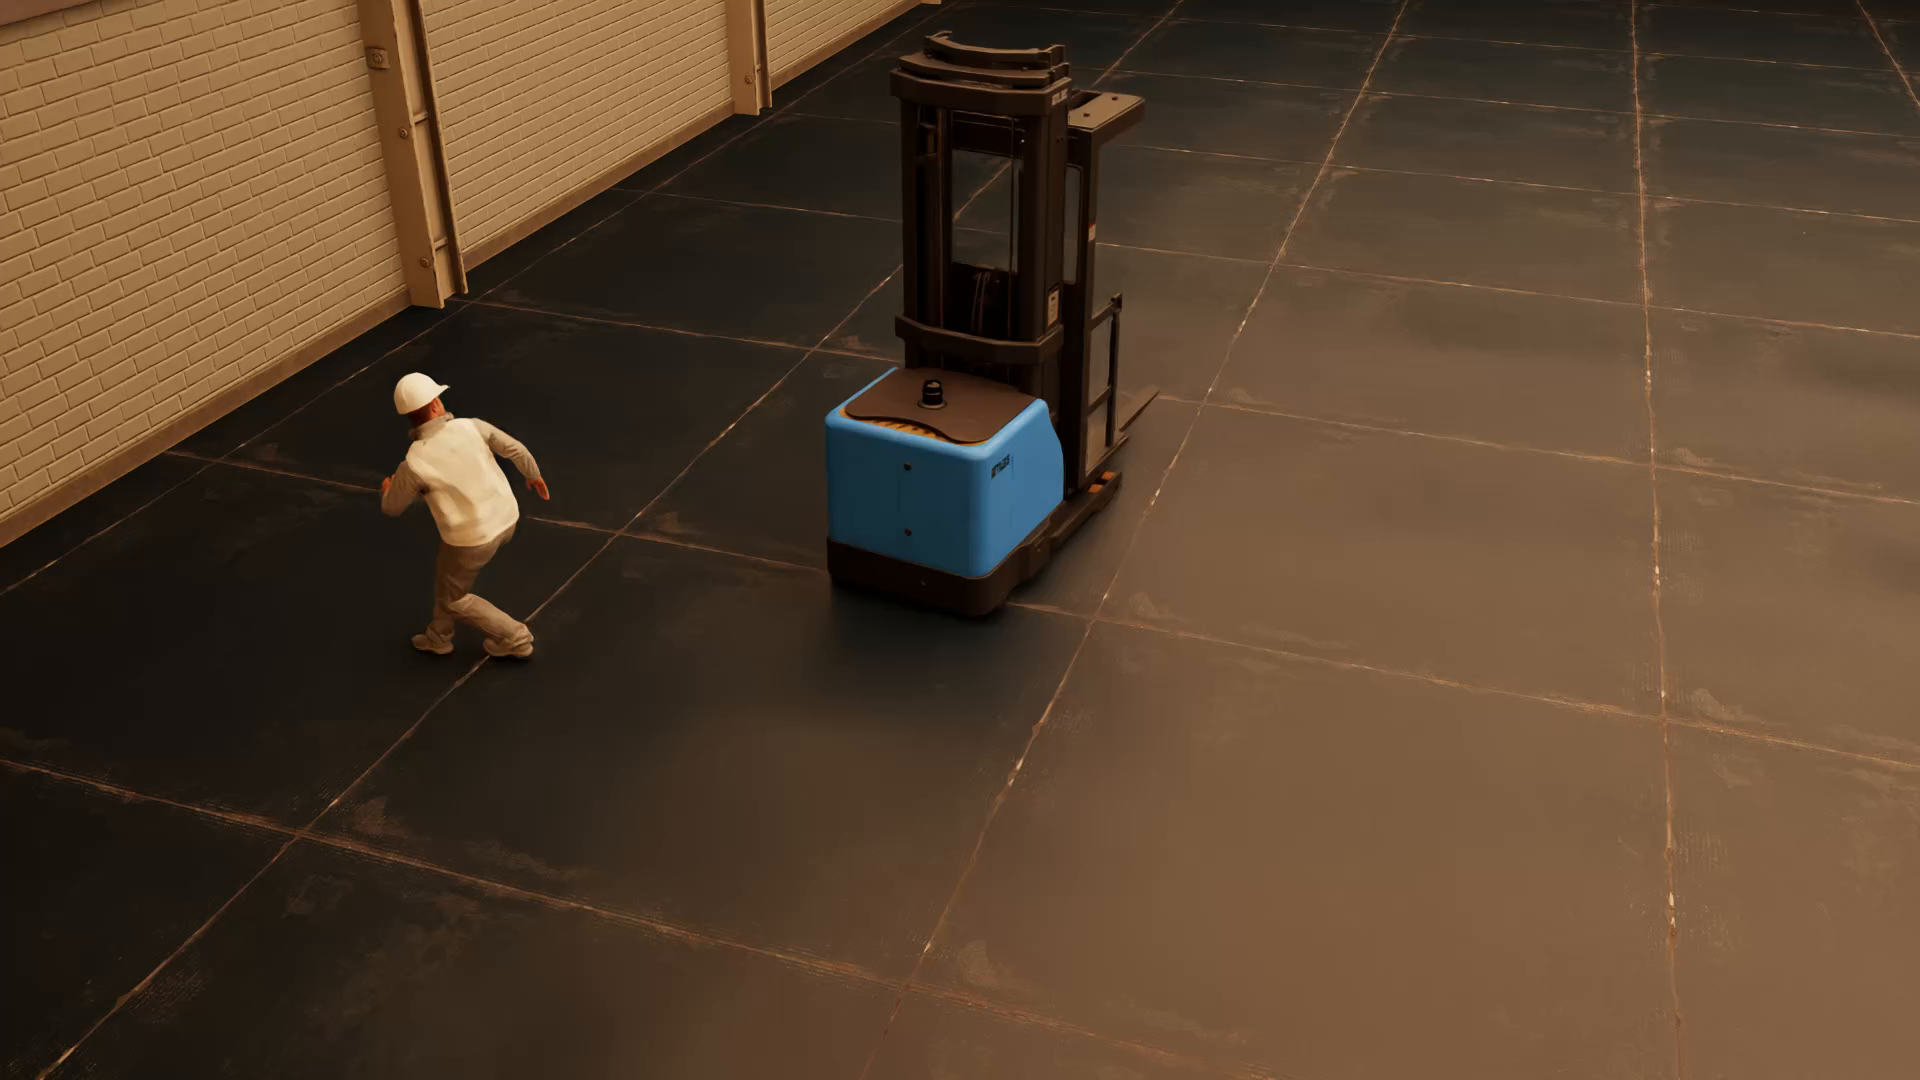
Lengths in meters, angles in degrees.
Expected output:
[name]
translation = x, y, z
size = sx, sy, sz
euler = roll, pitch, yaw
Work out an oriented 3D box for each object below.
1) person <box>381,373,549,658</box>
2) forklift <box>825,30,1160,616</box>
[person]
translation = -2.632, -0.151, 8.733
size = 0.797, 1.648, 0.788
euler = 14, 33, 23
[forklift]
translation = 0.377, -1.555, 9.864
size = 1.130, 2.935, 3.031
euler = 15, 33, 24
